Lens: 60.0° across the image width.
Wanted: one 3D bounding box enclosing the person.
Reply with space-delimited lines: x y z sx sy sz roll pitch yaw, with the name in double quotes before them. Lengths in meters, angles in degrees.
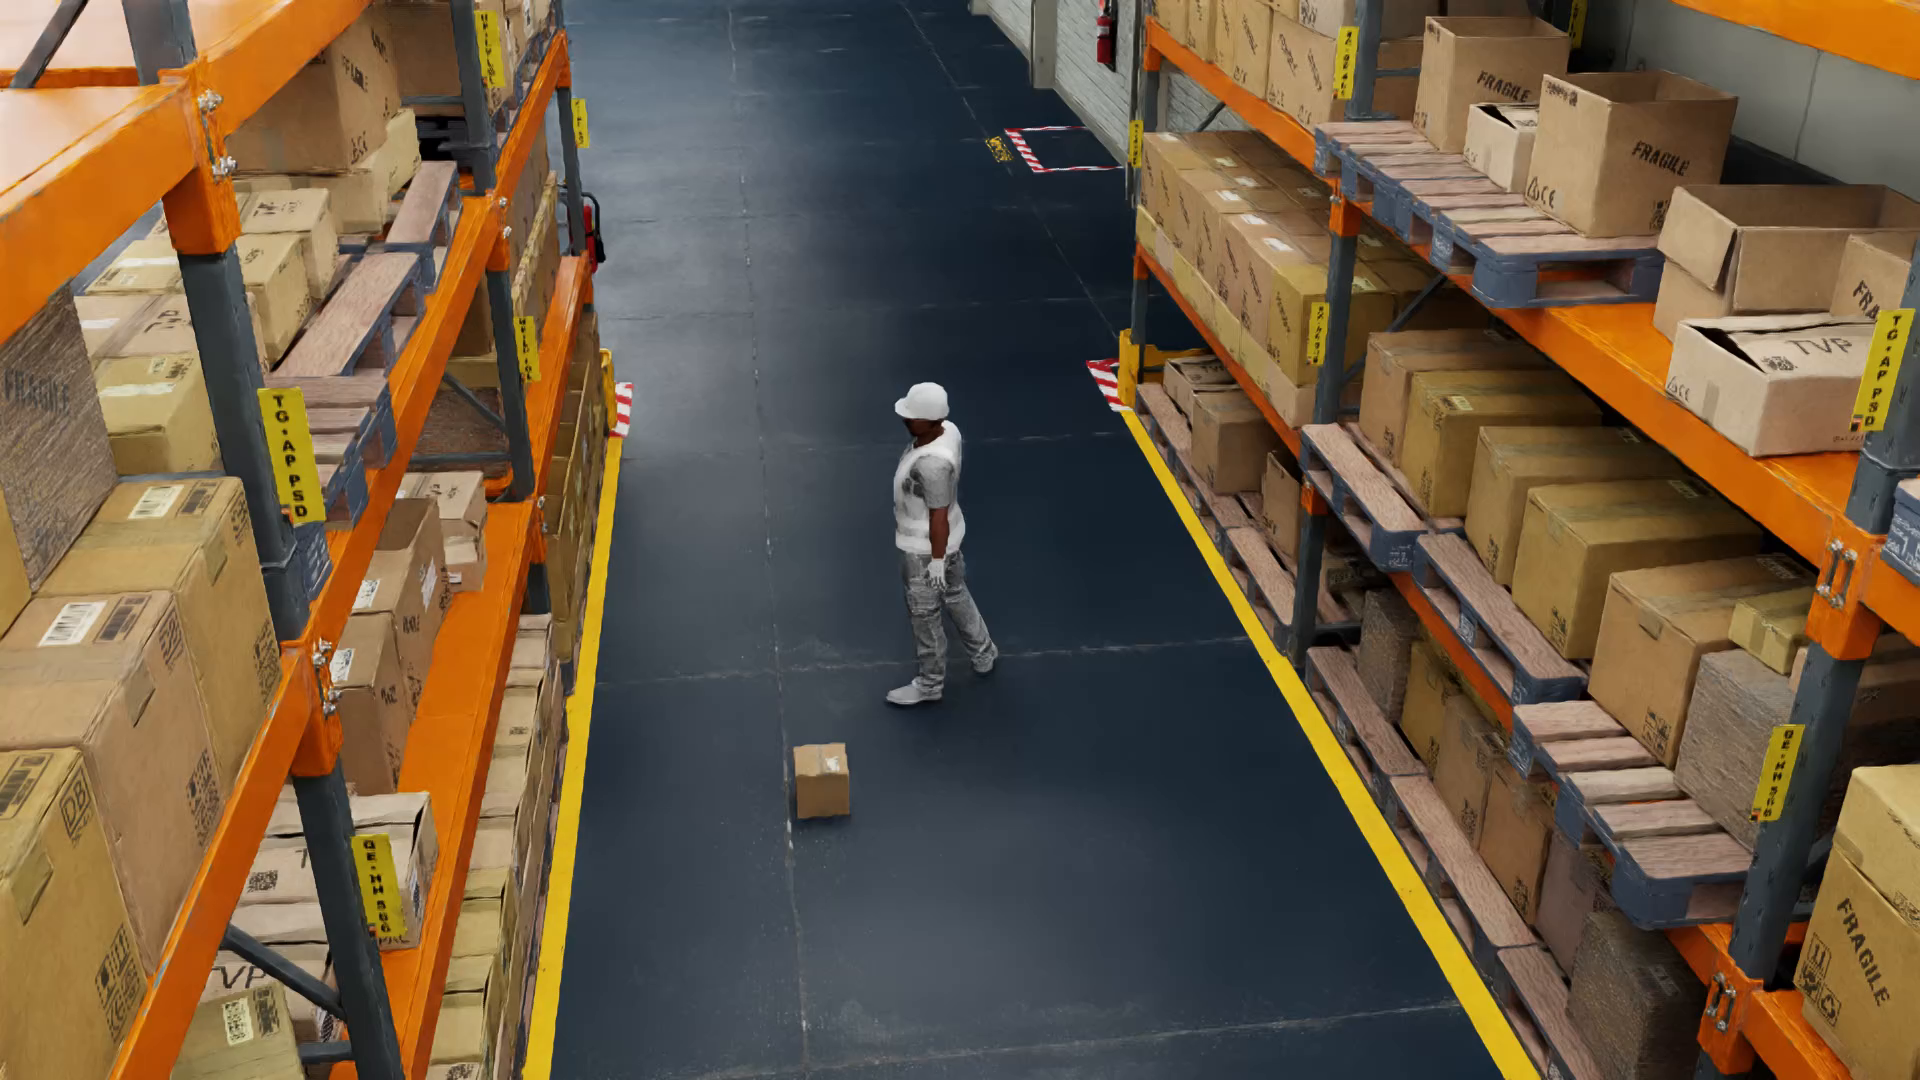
"person" -0.085 -0.028 8.656 0.501 1.787 0.714 6 27 11
